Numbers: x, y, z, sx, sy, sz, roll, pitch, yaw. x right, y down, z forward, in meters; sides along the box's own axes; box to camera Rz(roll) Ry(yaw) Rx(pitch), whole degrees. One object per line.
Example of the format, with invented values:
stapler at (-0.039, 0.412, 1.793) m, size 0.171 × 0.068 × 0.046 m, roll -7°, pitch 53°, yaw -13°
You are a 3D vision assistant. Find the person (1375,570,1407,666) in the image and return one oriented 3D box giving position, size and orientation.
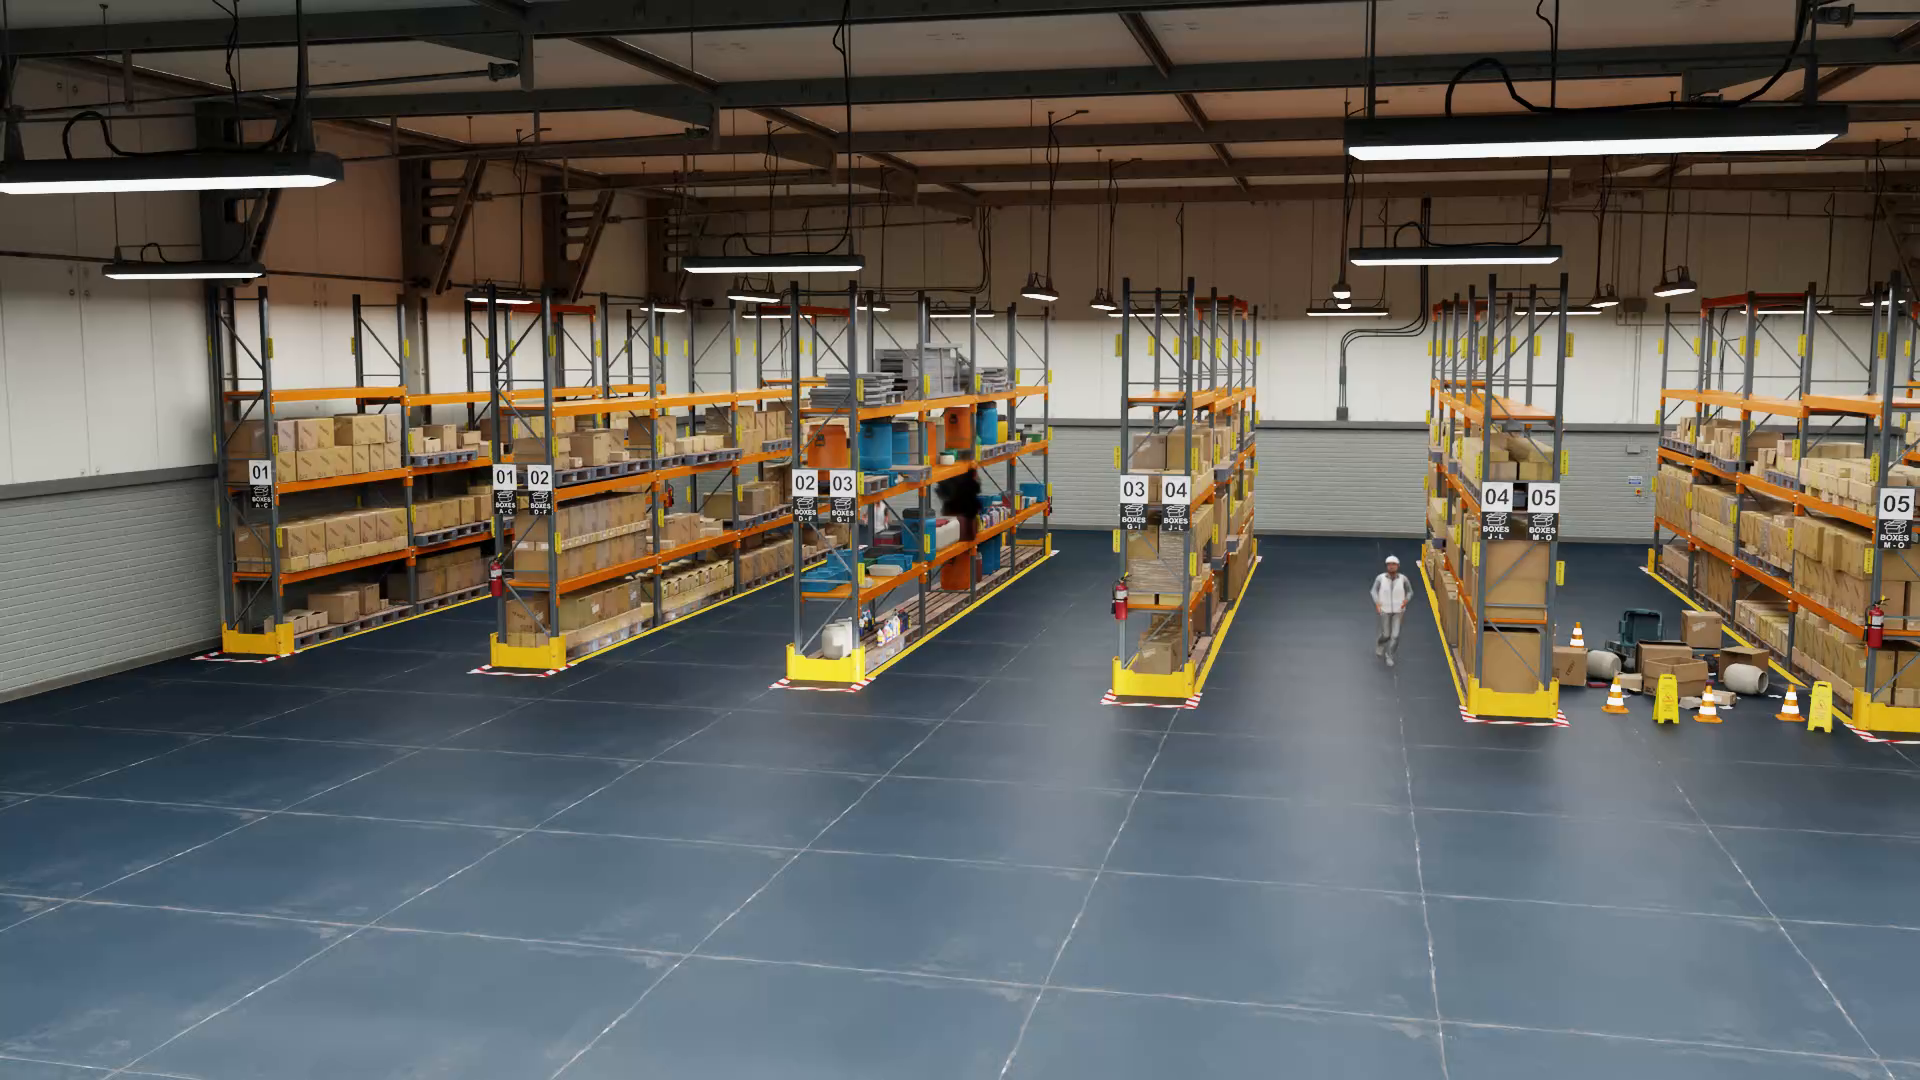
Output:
person at (6.869, 1.221, 26.486) m, size 0.456 × 1.527 × 0.520 m, roll 1°, pitch 7°, yaw 11°

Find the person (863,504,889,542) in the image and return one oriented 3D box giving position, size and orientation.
person at (-1.906, -0.209, 37.793) m, size 0.615 × 1.780 × 0.816 m, roll 0°, pitch 7°, yaw -3°
